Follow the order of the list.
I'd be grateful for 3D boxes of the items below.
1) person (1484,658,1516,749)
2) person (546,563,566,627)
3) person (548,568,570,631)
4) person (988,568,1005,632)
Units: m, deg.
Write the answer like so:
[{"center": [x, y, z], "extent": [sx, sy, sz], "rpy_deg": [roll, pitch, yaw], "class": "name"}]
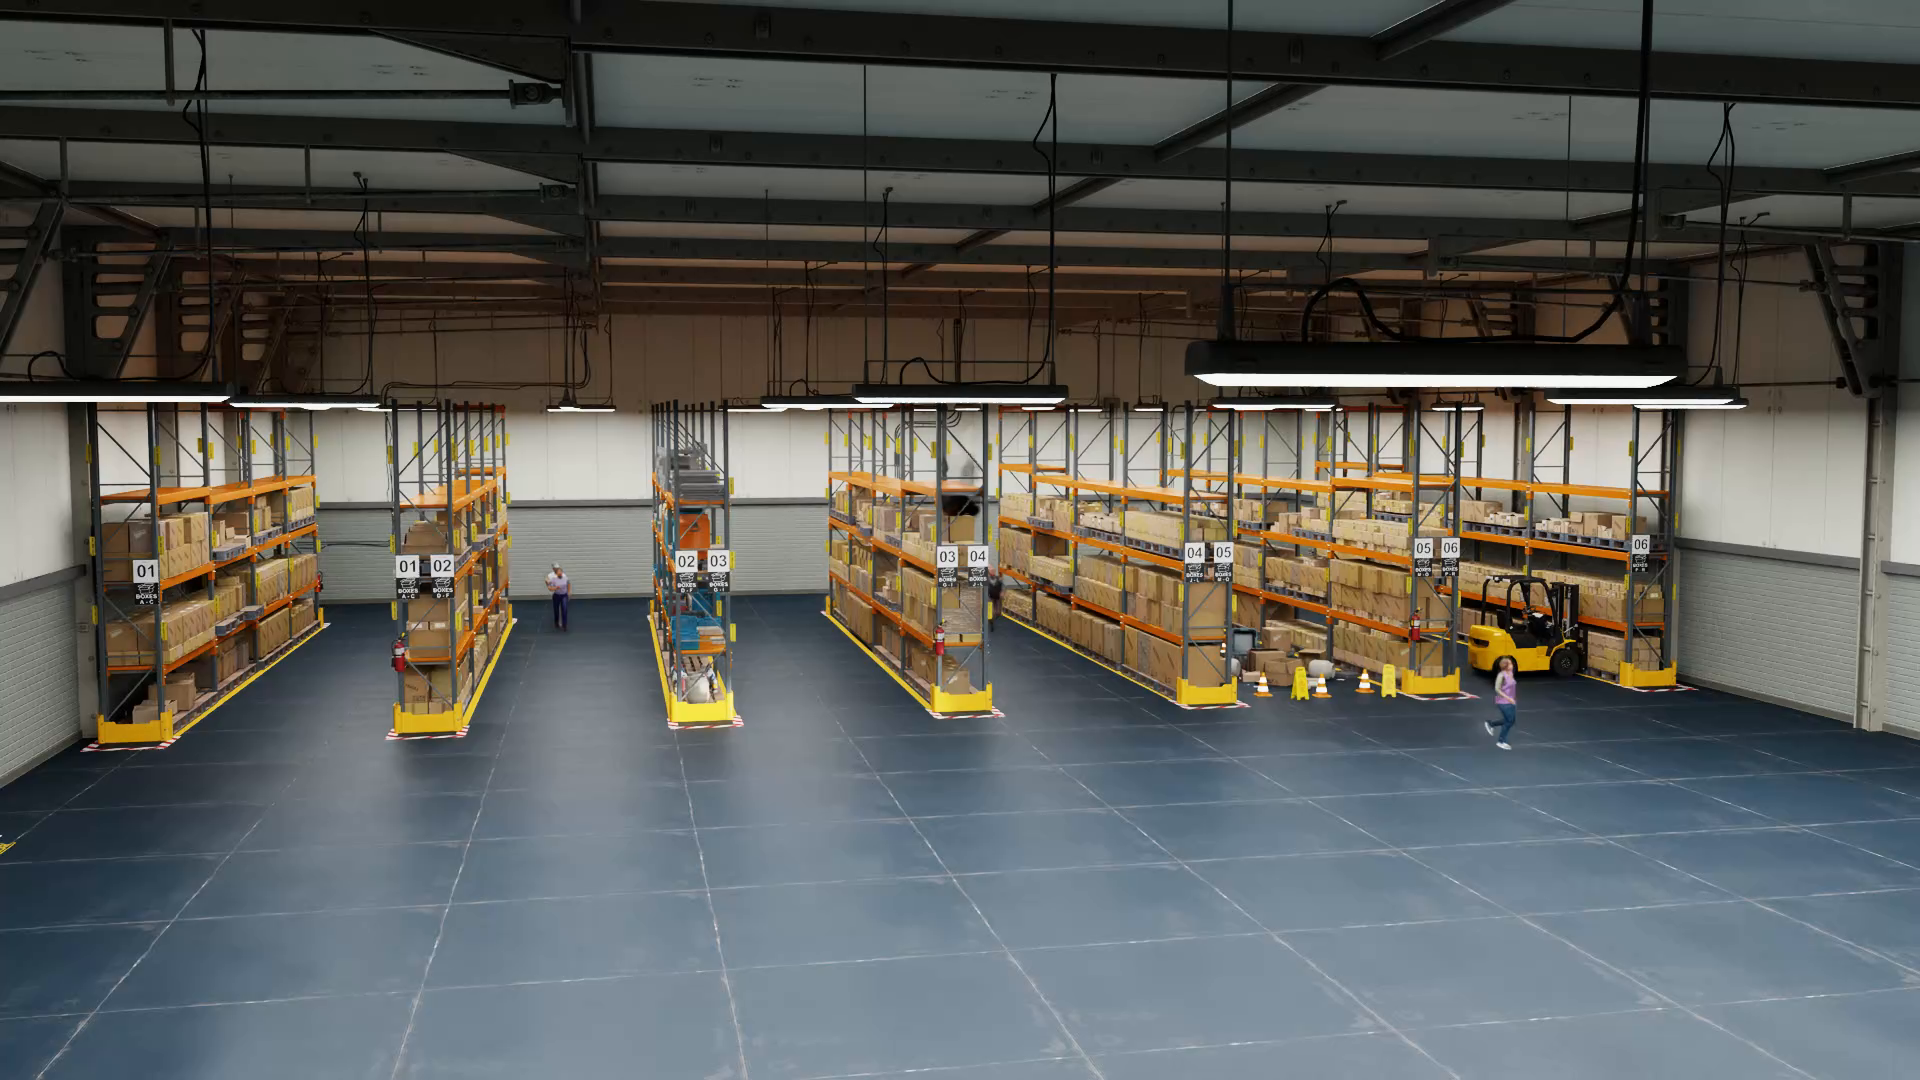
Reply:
[{"center": [9.328, 2.800, 28.622], "extent": [0.596, 1.578, 0.562], "rpy_deg": [4, 6, 44], "class": "person"}, {"center": [-10.961, 1.475, 45.289], "extent": [0.583, 1.754, 0.758], "rpy_deg": [-2, 5, -21], "class": "person"}, {"center": [-10.597, 1.555, 44.024], "extent": [0.612, 1.636, 0.951], "rpy_deg": [-2, 5, -20], "class": "person"}, {"center": [0.882, 1.569, 44.084], "extent": [0.661, 1.691, 0.544], "rpy_deg": [-1, 4, -7], "class": "person"}]
